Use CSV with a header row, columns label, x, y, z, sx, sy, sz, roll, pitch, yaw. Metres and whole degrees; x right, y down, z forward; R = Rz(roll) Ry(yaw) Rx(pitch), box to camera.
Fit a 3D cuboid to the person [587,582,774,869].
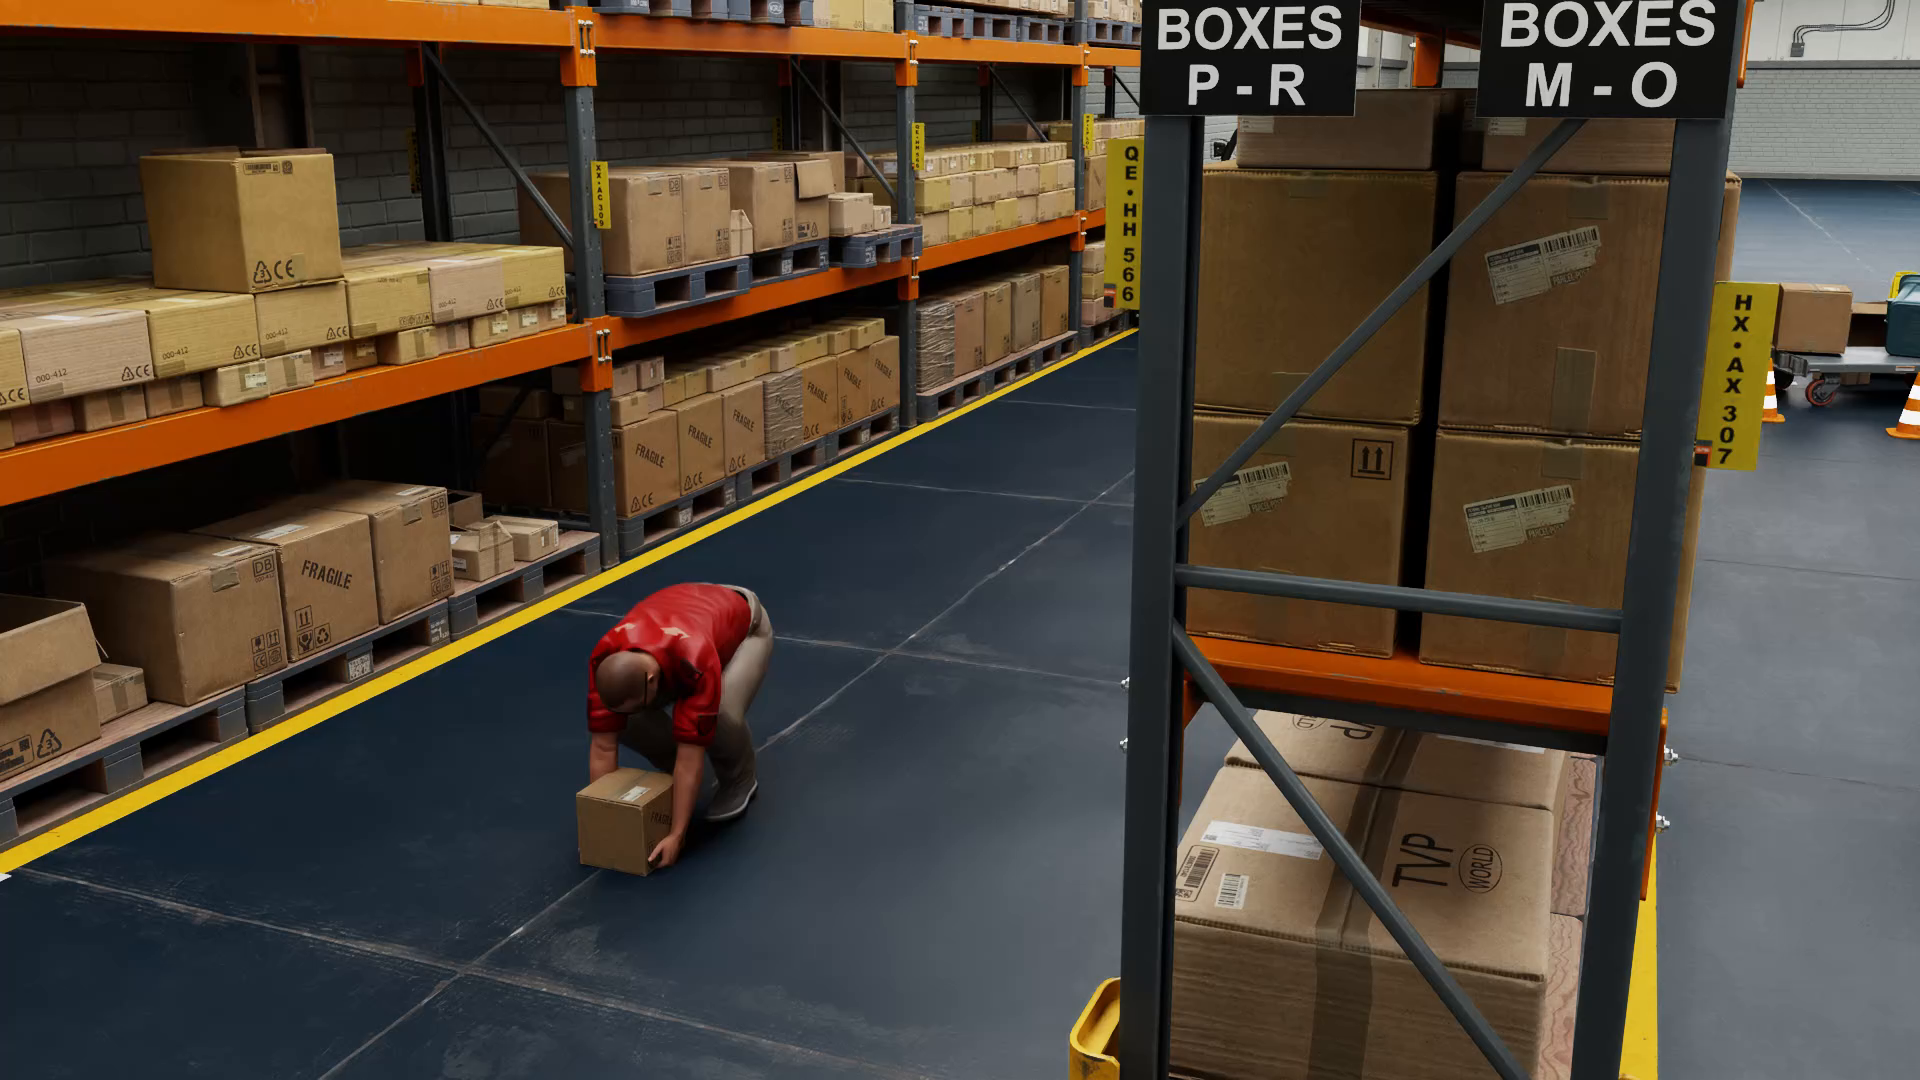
label,x,y,z,sx,sy,sz,roll,pitch,yaw
person,-0.969,0.592,5.700,0.520,0.814,0.953,5,16,19
